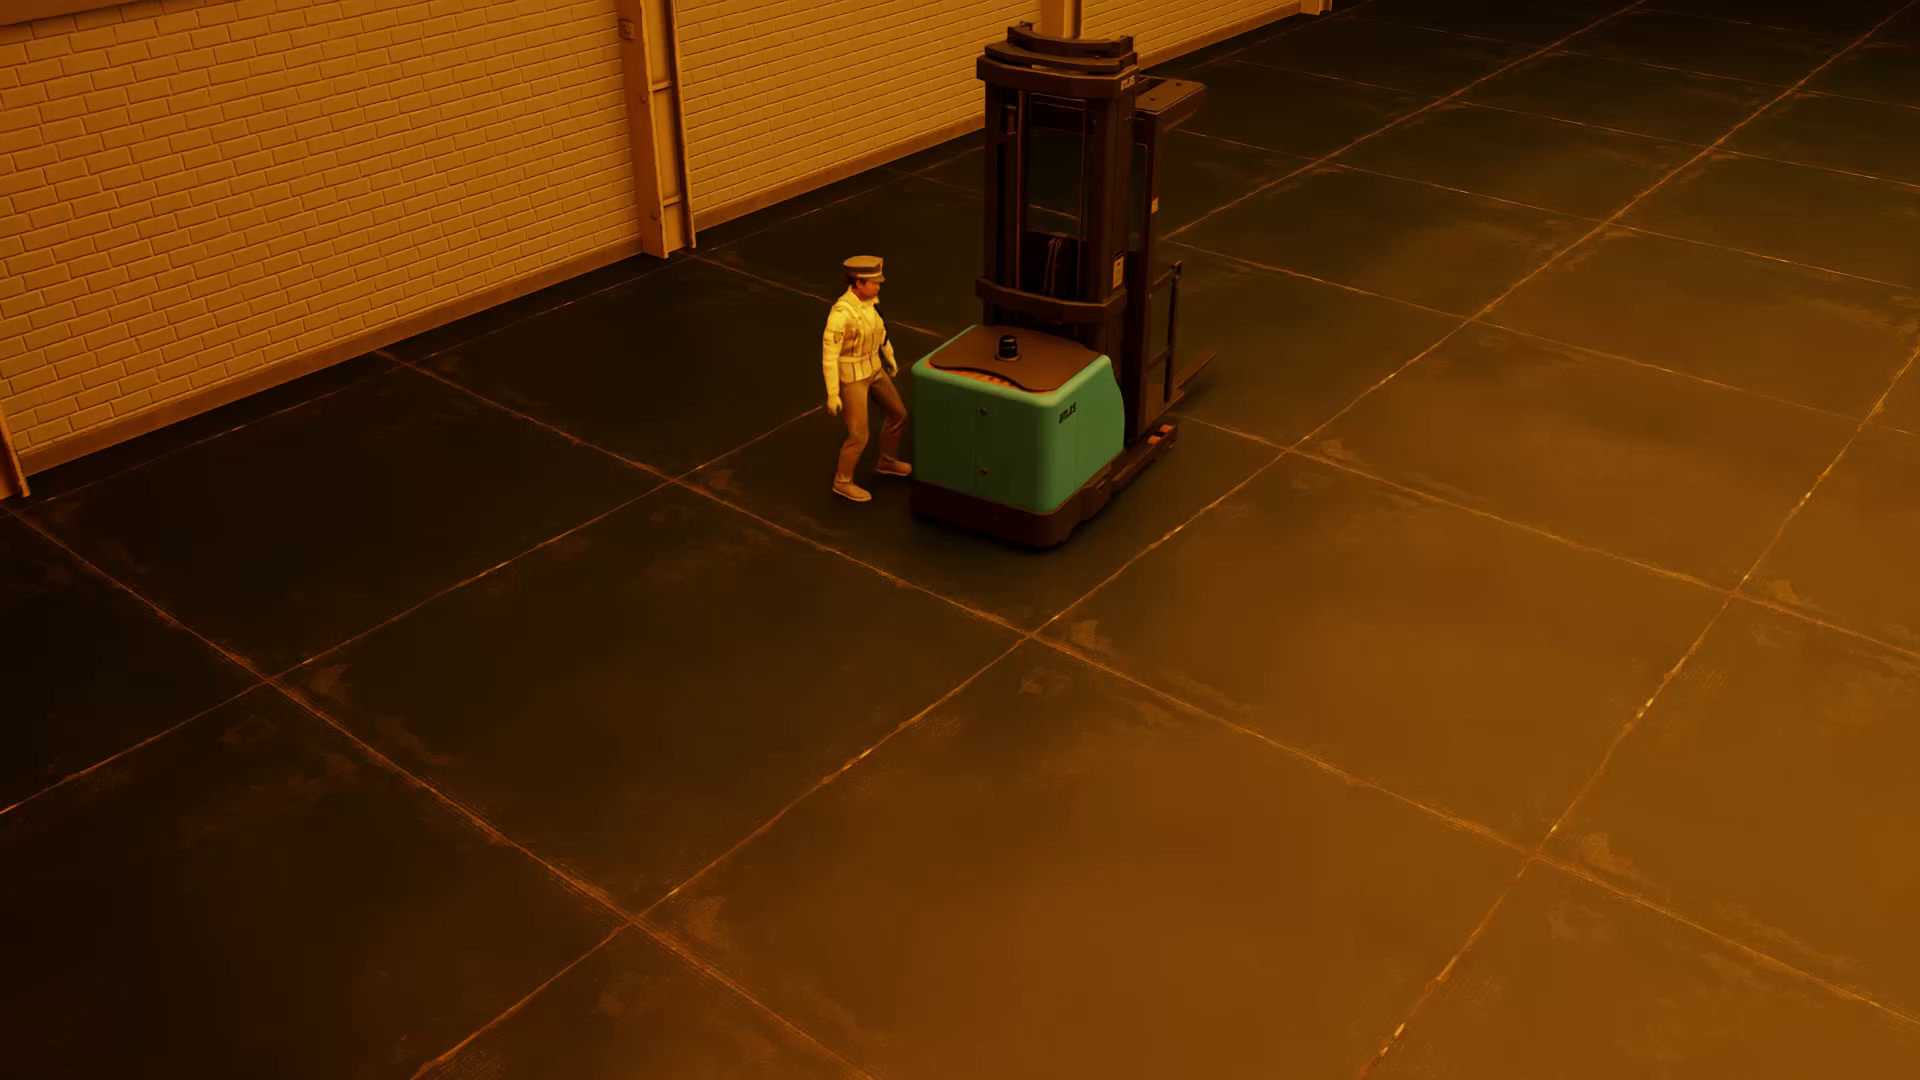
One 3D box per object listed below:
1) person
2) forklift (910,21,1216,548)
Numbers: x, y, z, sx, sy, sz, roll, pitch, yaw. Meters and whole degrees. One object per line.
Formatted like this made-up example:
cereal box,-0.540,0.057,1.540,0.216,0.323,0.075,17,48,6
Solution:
person,-0.602,-1.036,10.651,0.436,1.640,0.693,15,34,24
forklift,0.865,-1.925,10.889,1.130,2.935,3.031,17,34,26
